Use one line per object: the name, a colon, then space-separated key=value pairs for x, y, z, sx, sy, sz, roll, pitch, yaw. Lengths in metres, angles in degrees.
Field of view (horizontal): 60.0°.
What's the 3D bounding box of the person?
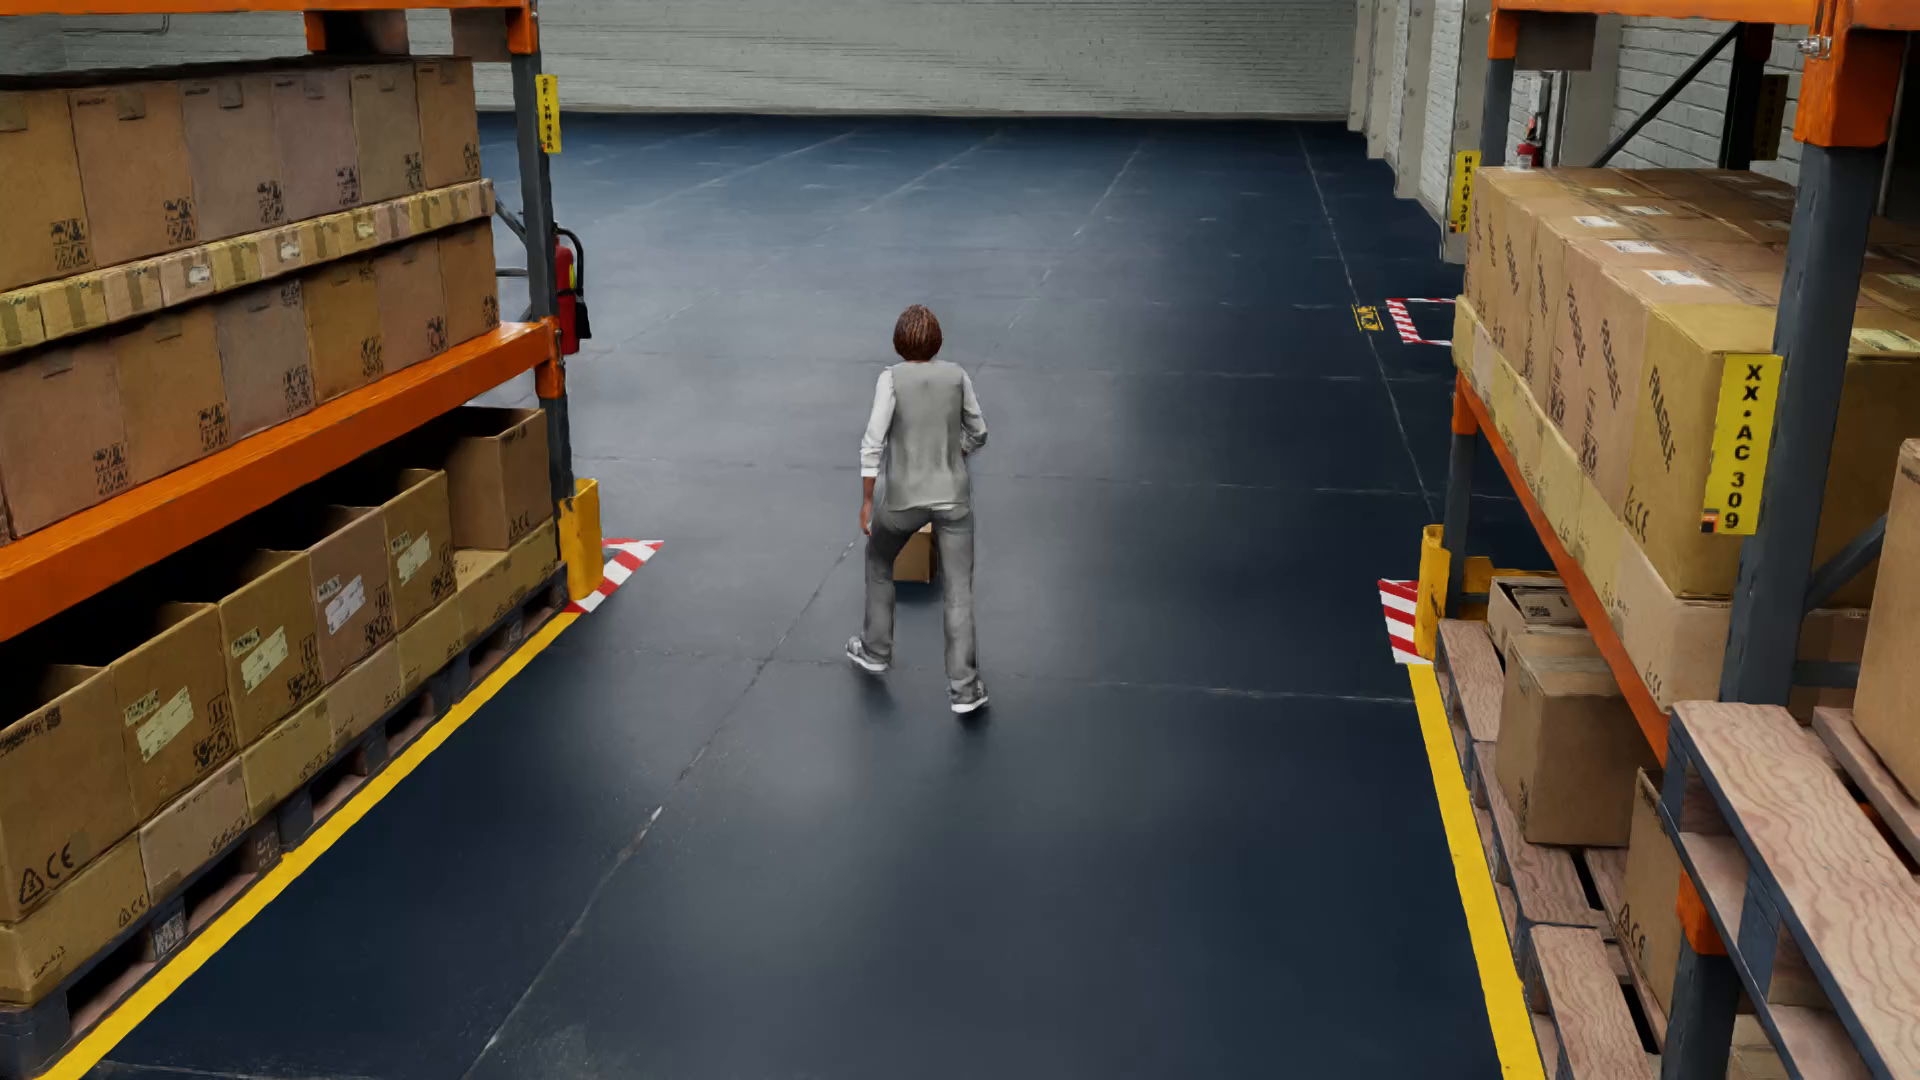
person: x=-0.156 y=-0.143 z=6.548 sx=0.566 sy=1.540 sz=0.743 roll=-3 pitch=18 yaw=-8
